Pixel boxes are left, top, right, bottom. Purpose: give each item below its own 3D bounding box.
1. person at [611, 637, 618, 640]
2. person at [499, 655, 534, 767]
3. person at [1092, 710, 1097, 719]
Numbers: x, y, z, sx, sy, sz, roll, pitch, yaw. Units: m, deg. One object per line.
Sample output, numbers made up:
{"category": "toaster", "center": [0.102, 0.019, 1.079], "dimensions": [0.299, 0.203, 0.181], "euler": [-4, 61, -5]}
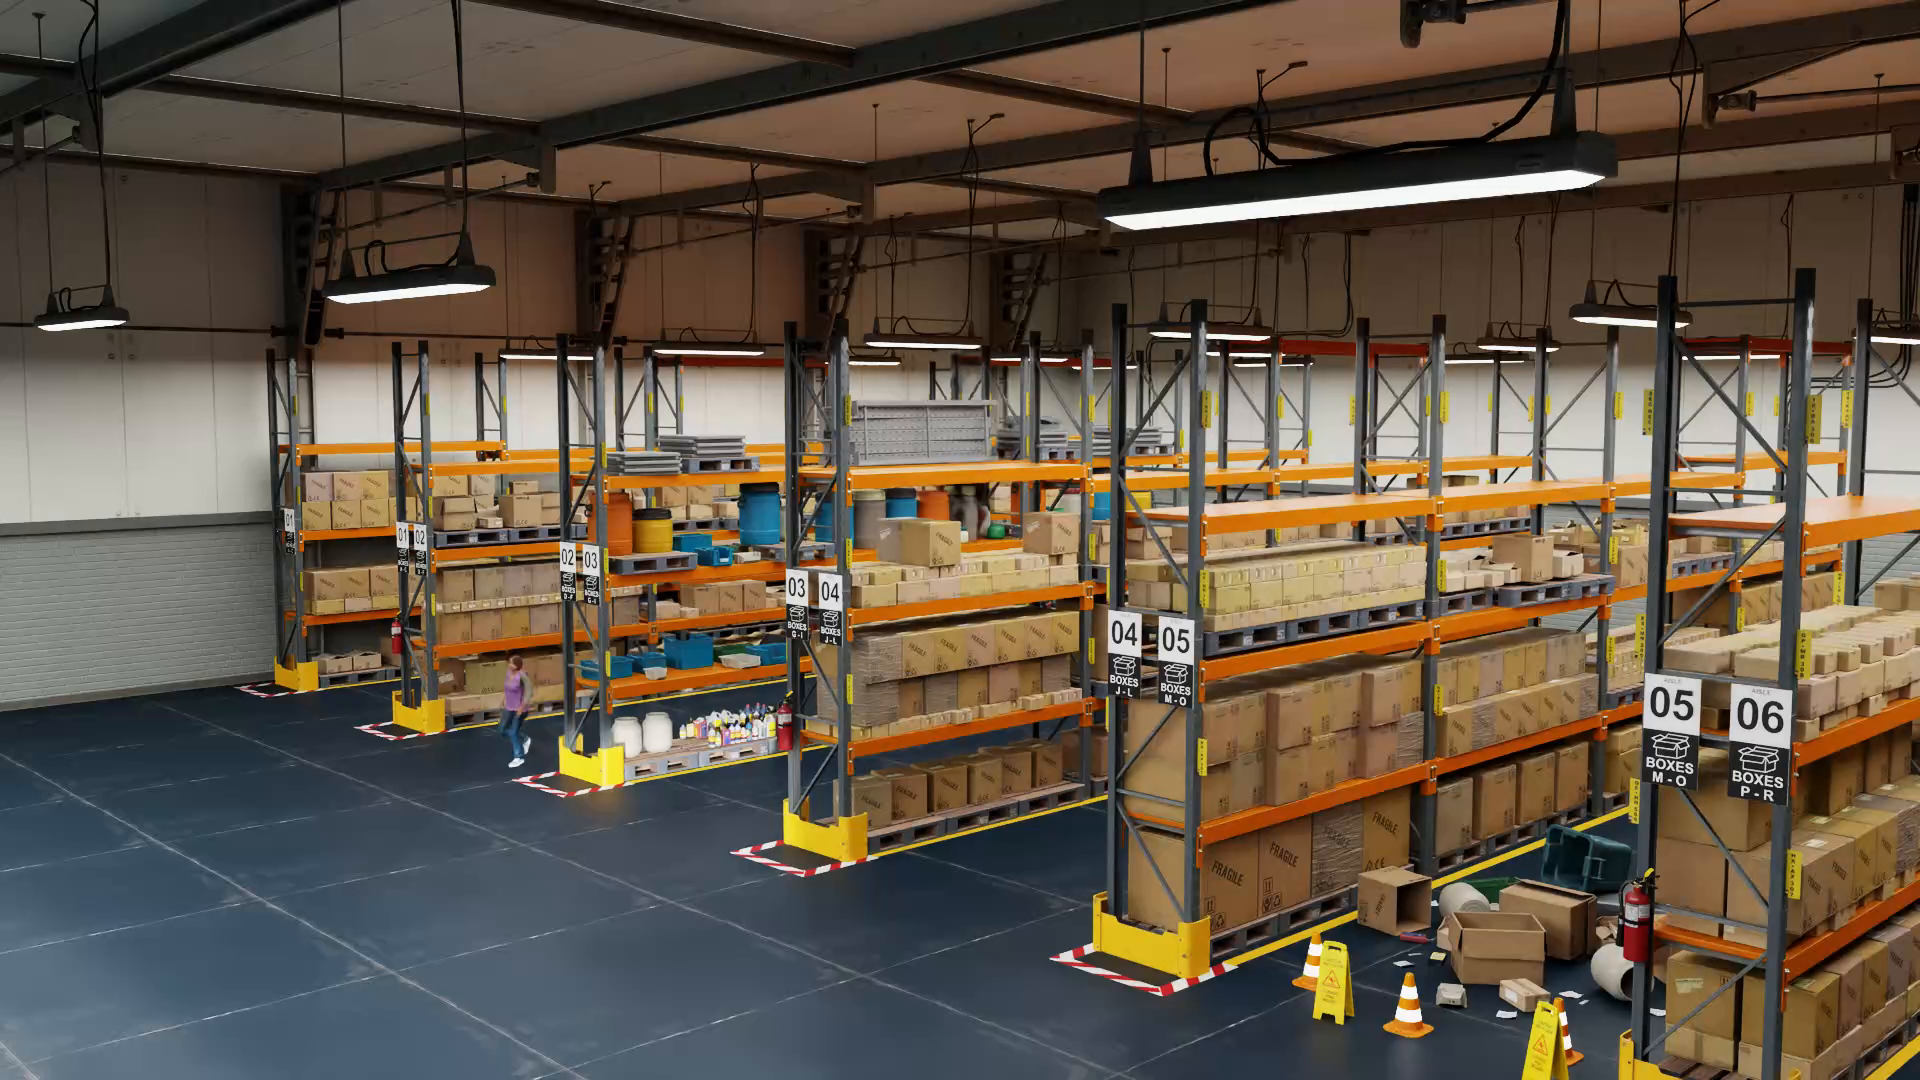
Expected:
{"category": "person", "center": [-6.360, 1.733, 30.360], "dimensions": [0.938, 1.564, 0.575], "euler": [-5, 7, -45]}
{"category": "person", "center": [-6.237, 2.388, 23.284], "dimensions": [0.544, 1.561, 0.453], "euler": [4, 6, 37]}
{"category": "person", "center": [2.295, 1.988, 26.348], "dimensions": [0.681, 1.836, 0.910], "euler": [3, 6, 34]}
